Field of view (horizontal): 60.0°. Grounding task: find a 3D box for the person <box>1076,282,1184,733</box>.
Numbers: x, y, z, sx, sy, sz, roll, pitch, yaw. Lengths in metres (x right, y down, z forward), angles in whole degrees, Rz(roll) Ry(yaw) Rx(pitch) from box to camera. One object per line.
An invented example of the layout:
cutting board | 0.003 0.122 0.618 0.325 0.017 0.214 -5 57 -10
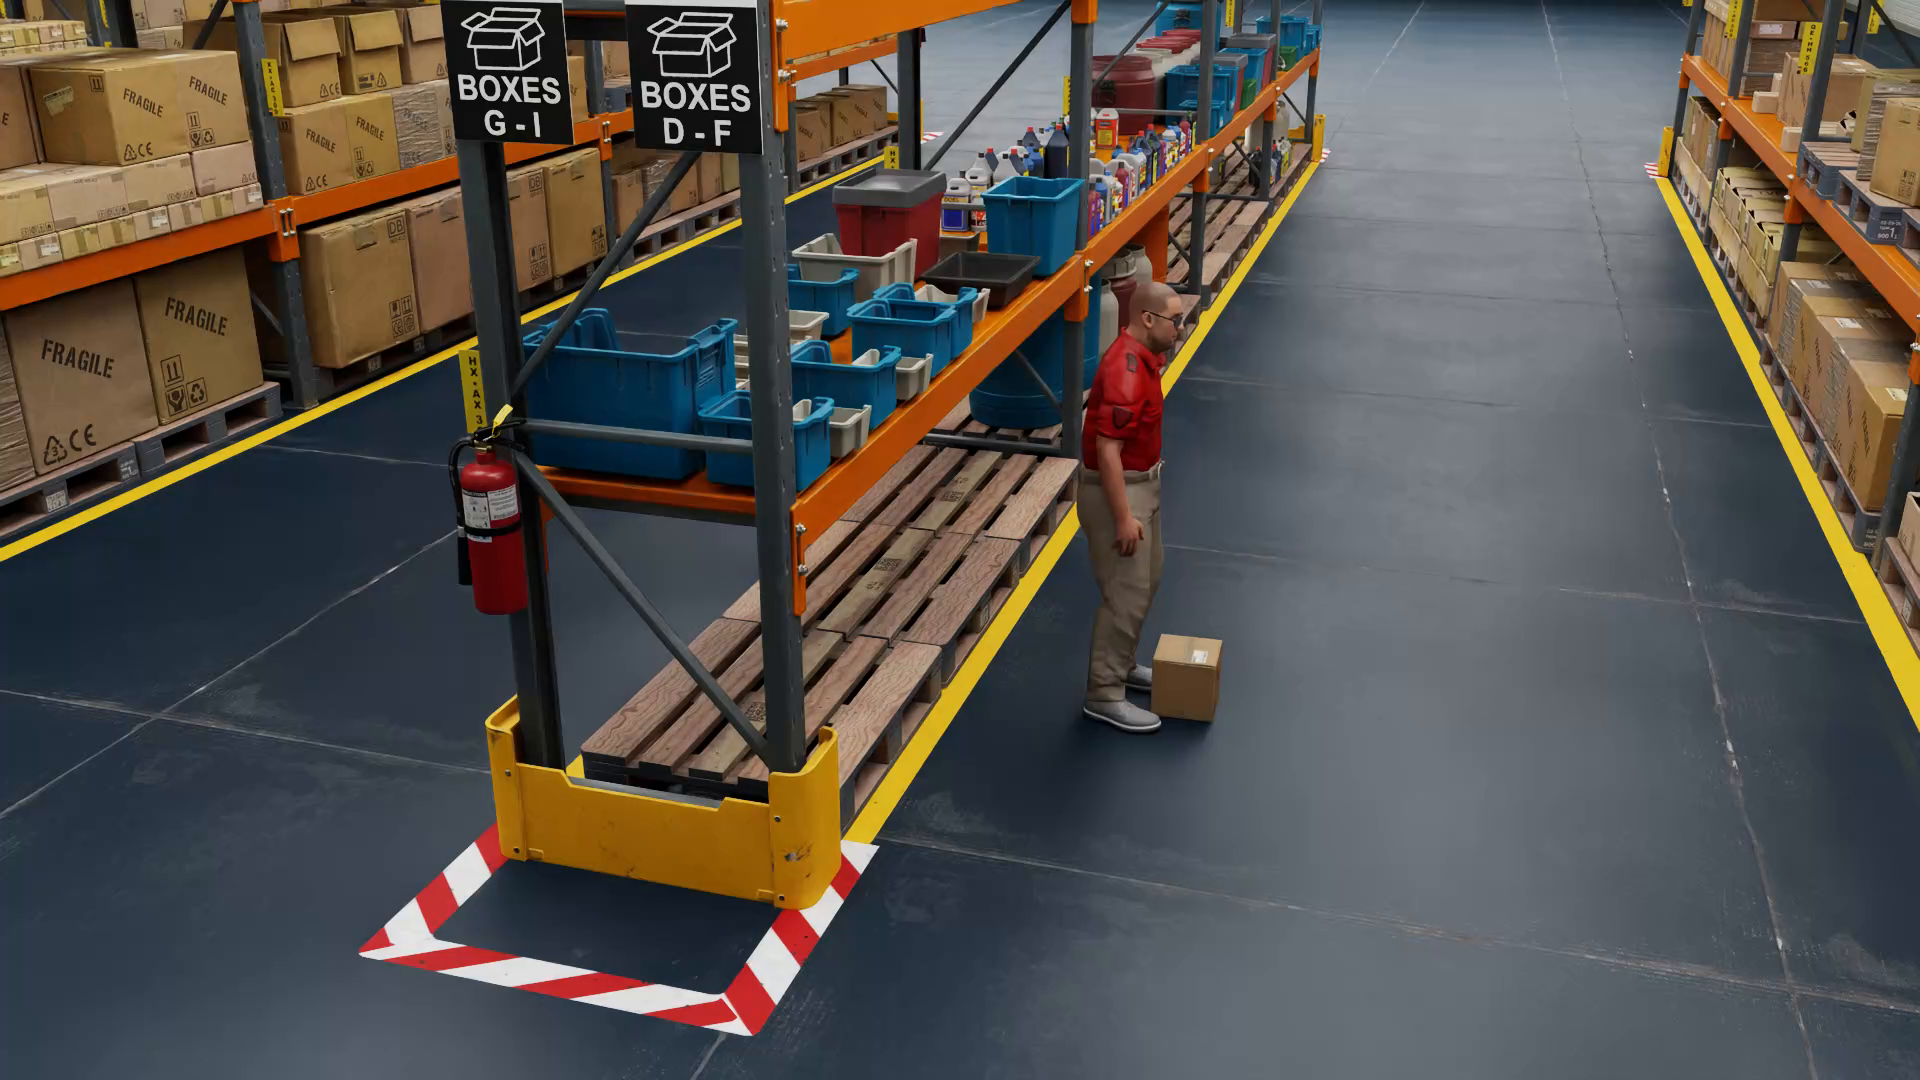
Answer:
person | 0.663 -0.154 6.494 0.391 1.725 0.585 6 22 13
